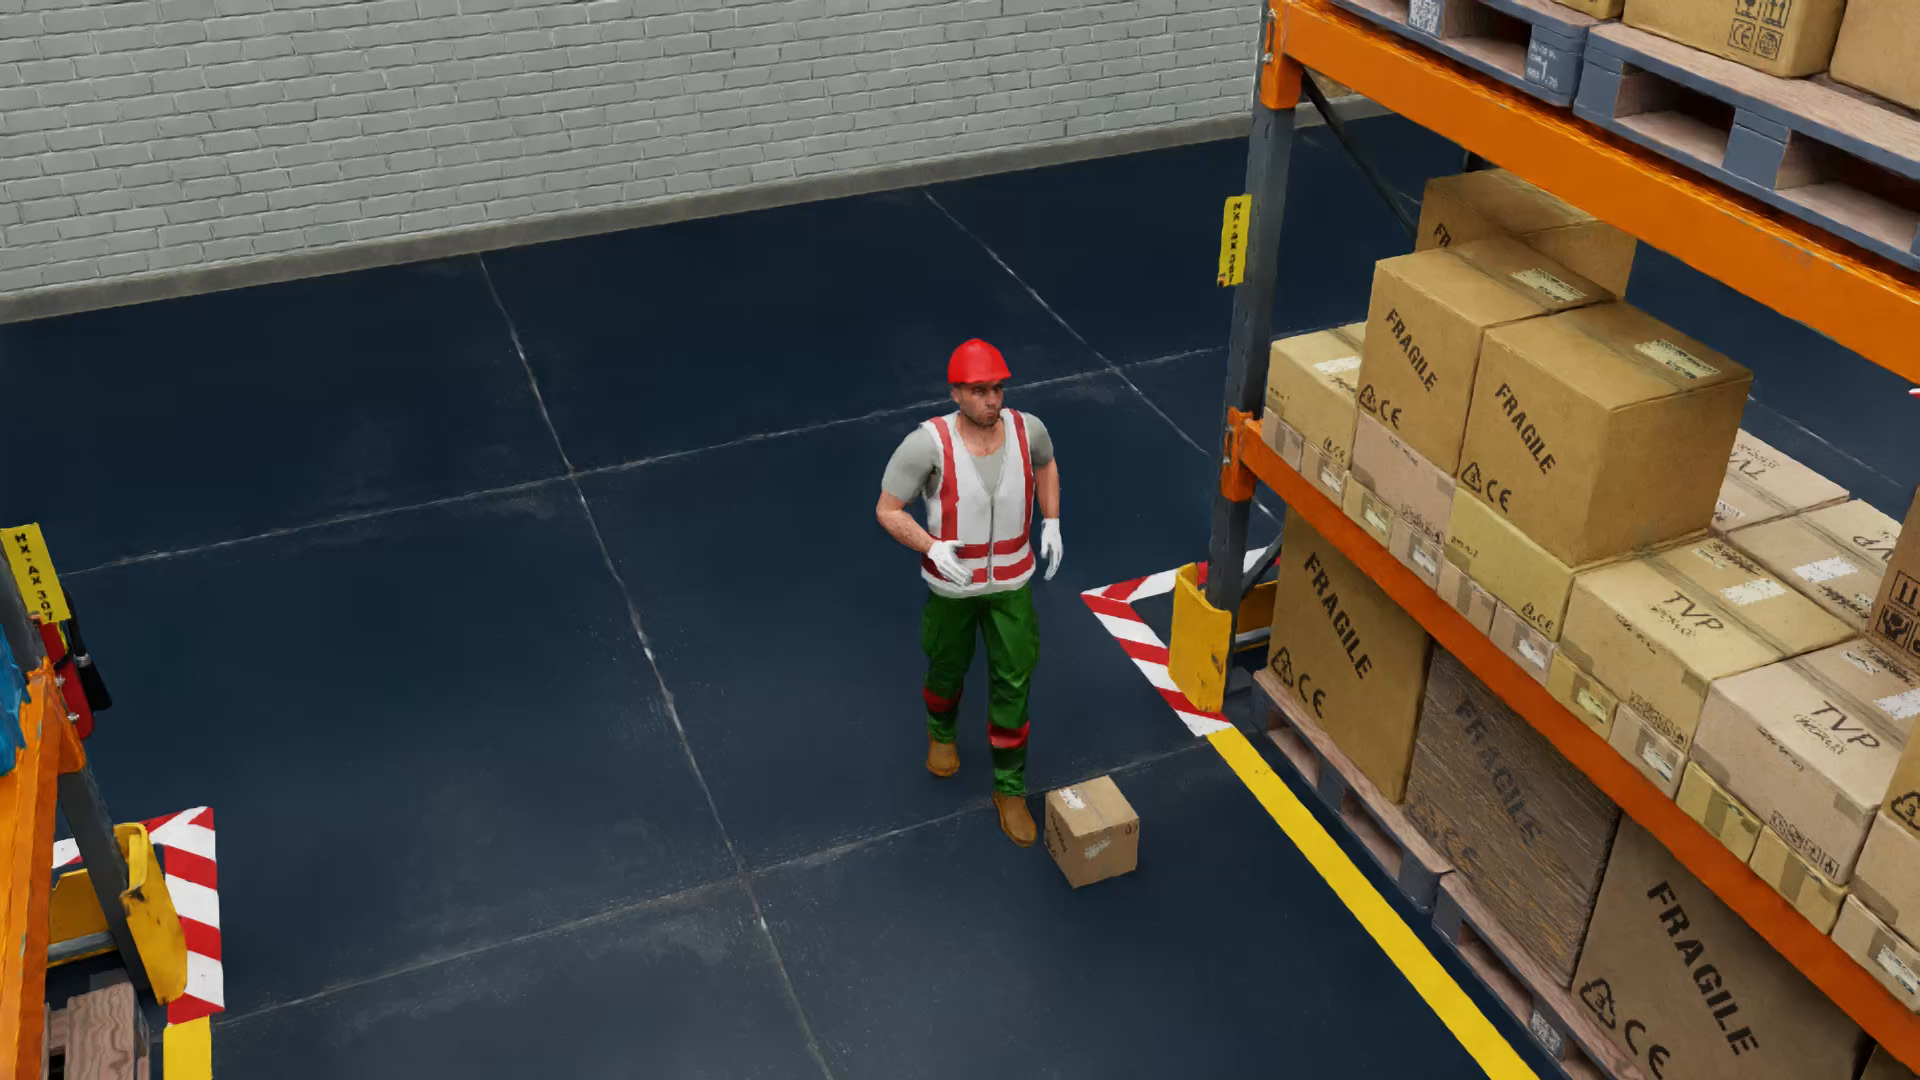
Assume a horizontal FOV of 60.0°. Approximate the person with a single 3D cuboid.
[{"bbox_3d":[0.102,0.197,5.823,0.709,1.797,0.710,-10,34,-14],"label":"person"}]
